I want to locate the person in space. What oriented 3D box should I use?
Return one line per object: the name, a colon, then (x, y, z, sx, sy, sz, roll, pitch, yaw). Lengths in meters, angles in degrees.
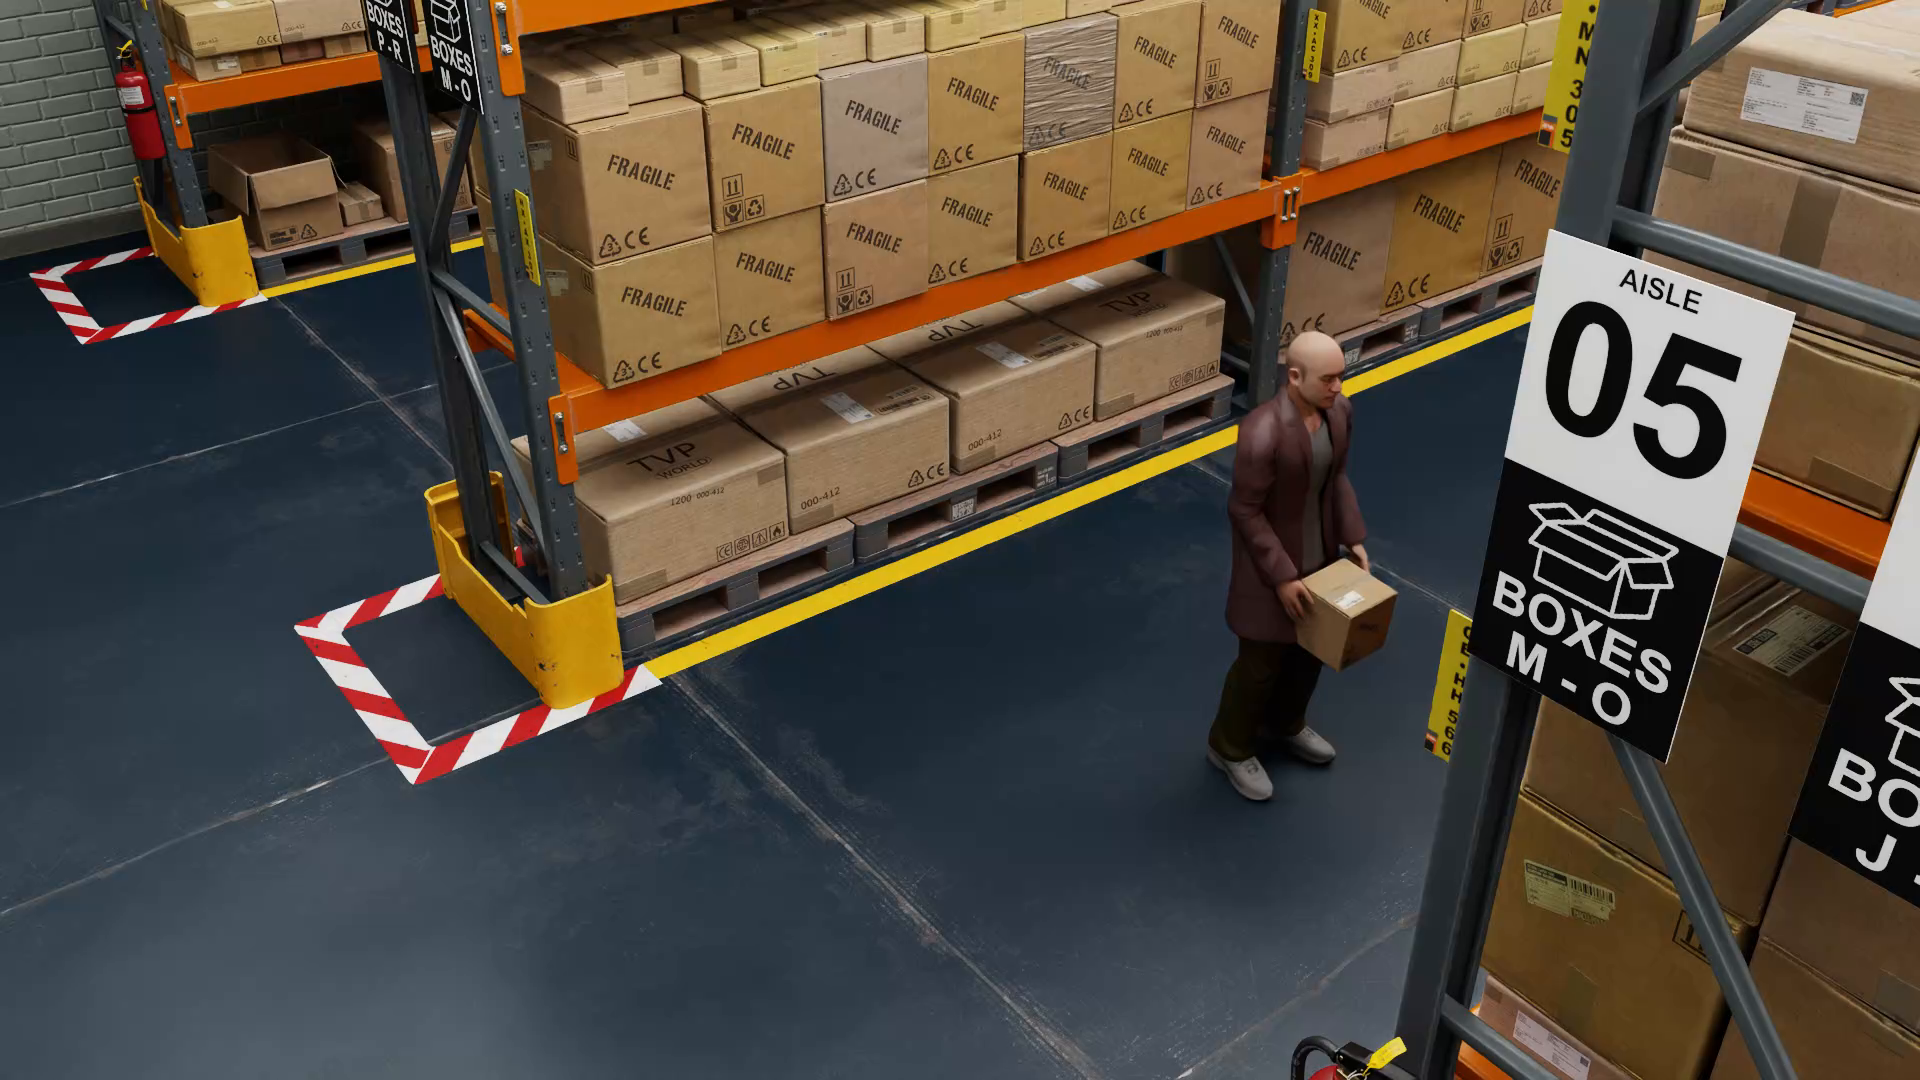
person: (1.198, 0.079, 6.018, 0.589, 1.778, 0.424, -23, 39, -33)
